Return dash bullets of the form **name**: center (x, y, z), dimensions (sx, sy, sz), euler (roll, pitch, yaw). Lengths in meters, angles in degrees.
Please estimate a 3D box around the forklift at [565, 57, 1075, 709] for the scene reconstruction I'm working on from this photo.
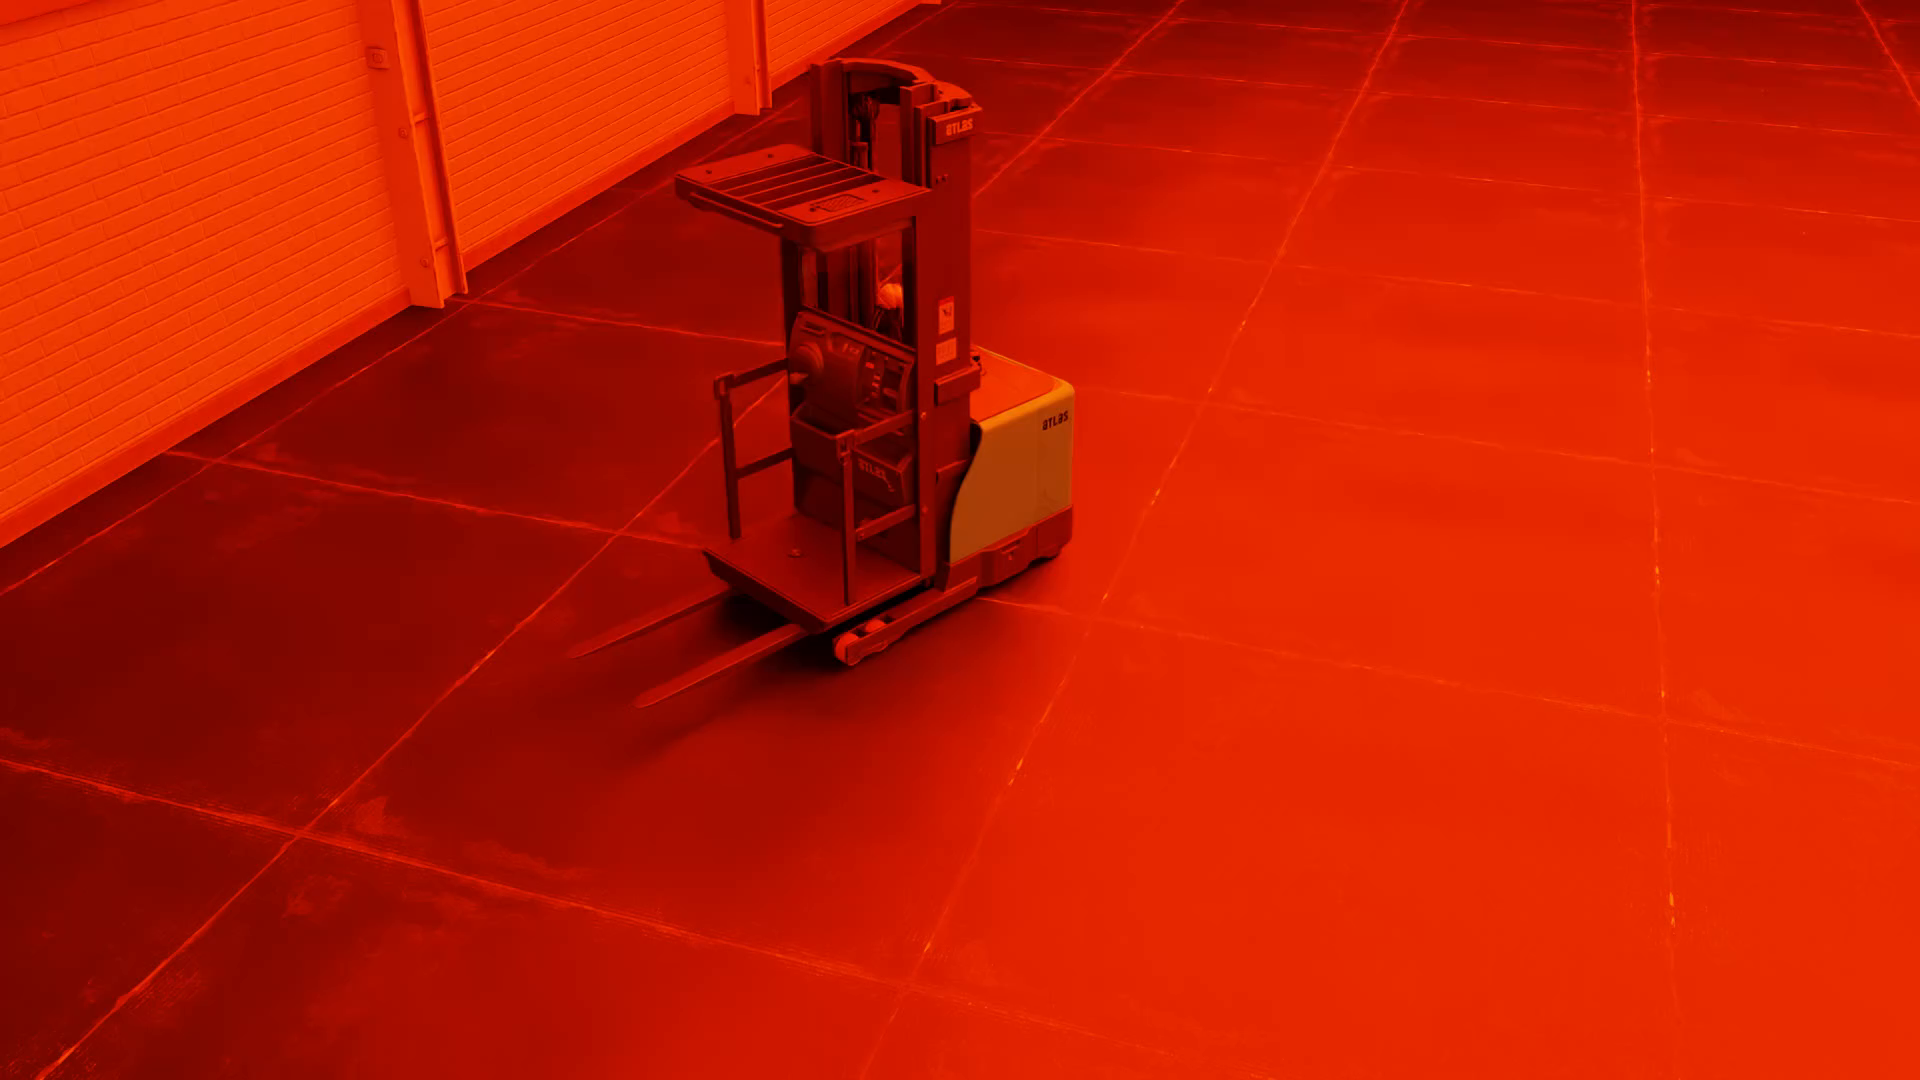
- **forklift**: center (-0.733, -0.892, 8.701), dimensions (3.031, 2.935, 1.130), euler (-26, 39, -37)

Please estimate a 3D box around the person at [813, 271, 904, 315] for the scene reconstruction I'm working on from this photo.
- **person**: center (-0.528, -1.009, 10.536), dimensions (0.721, 1.360, 1.418), euler (-12, 32, -20)
